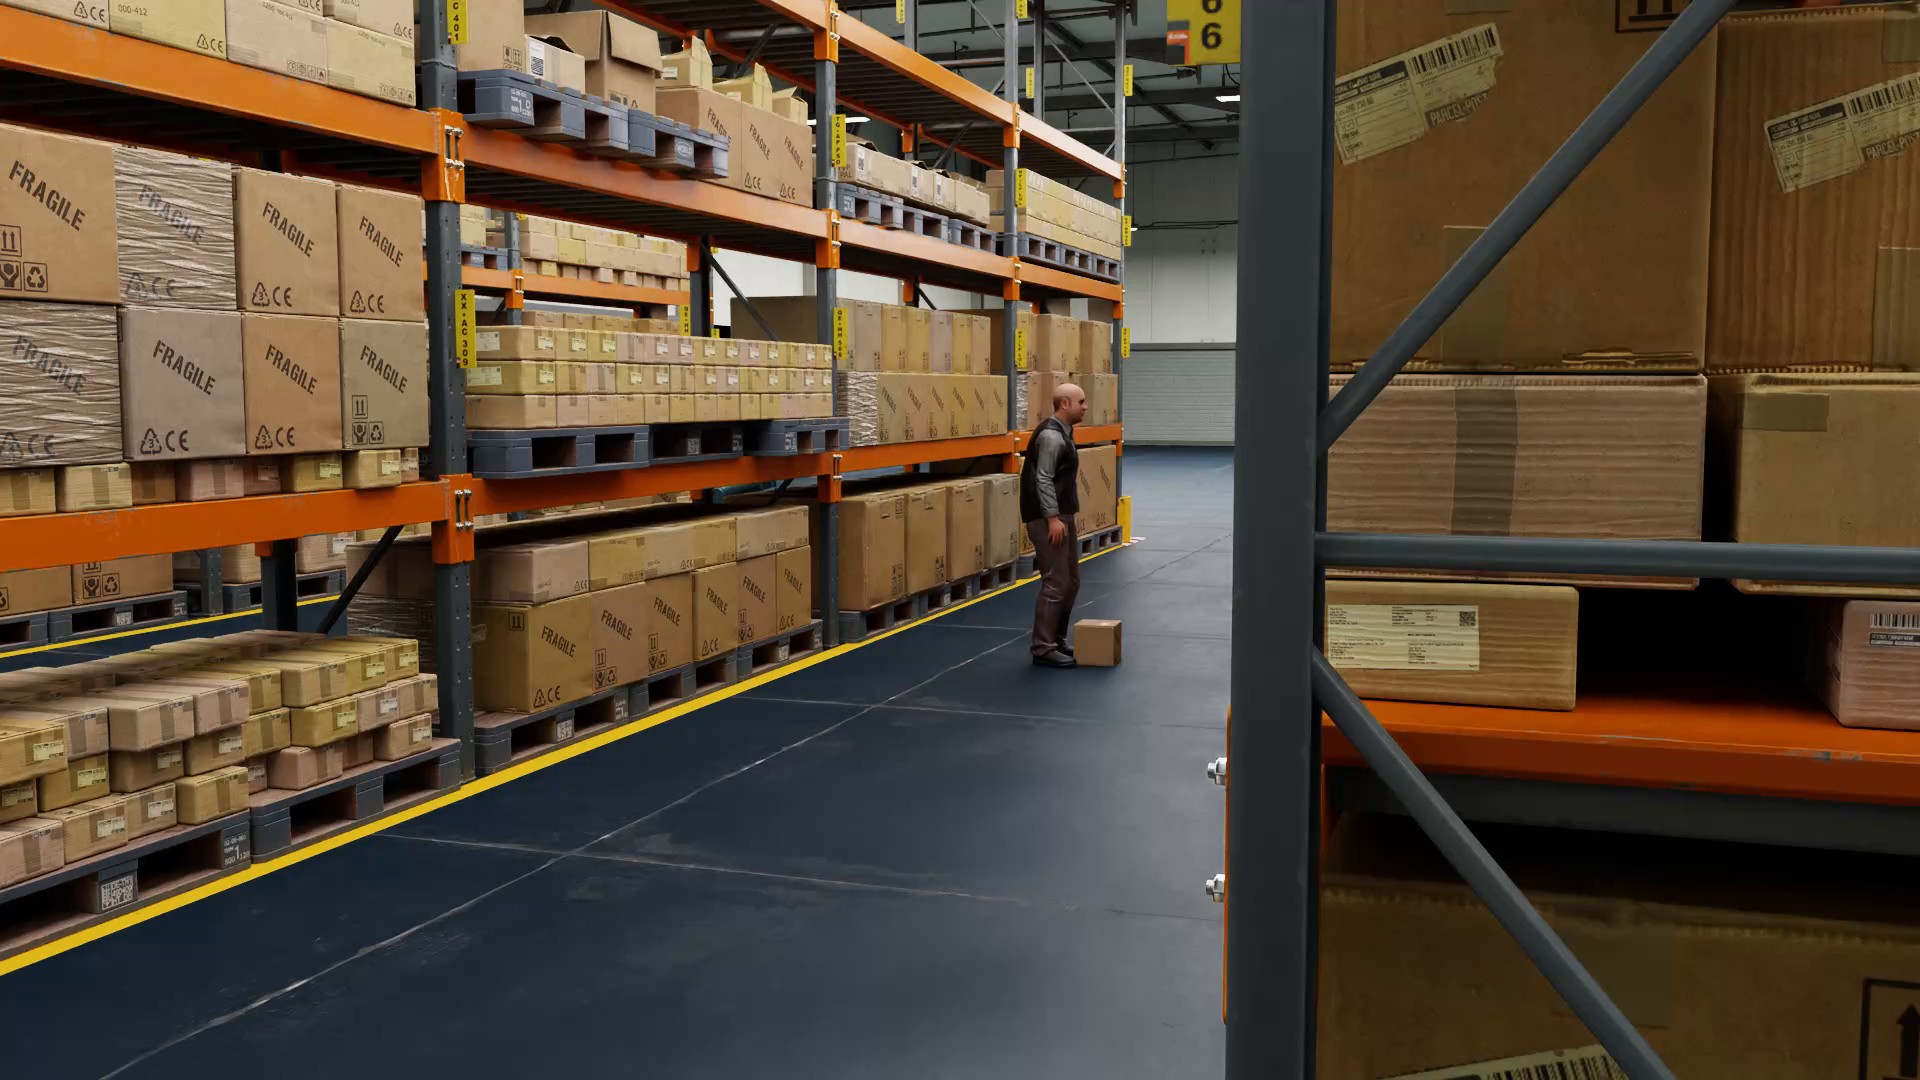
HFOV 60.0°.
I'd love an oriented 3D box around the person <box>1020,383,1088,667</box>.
[{"bbox_3d":[0.582,-0.106,10.298,0.414,1.721,0.594,1,5,15],"label":"person"}]
